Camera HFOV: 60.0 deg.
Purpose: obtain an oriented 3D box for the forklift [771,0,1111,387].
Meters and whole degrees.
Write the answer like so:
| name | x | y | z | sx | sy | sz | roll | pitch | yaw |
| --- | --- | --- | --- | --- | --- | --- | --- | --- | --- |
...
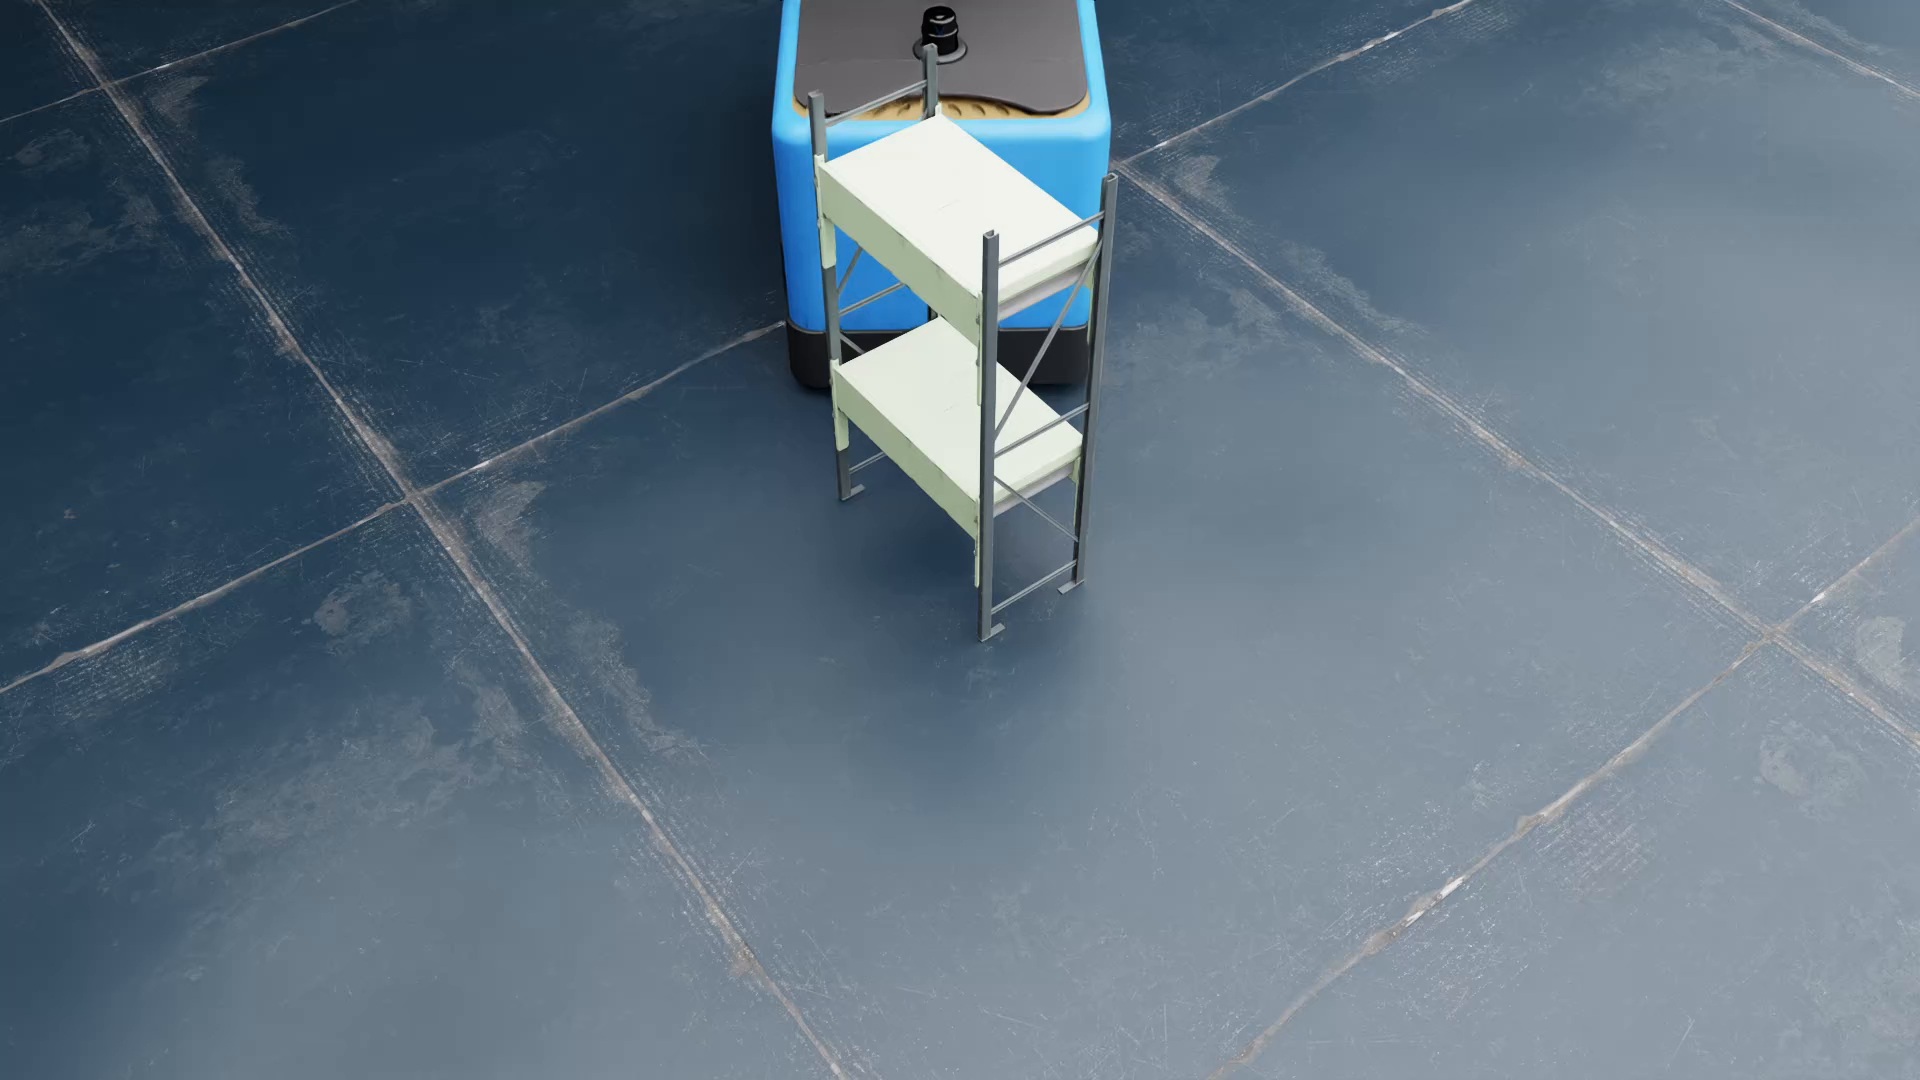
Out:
| name | x | y | z | sx | sy | sz | roll | pitch | yaw |
| --- | --- | --- | --- | --- | --- | --- | --- | --- | --- |
| forklift | -0.087 | -2.580 | 5.611 | 1.130 | 2.935 | 3.031 | -1 | 48 | -1 |

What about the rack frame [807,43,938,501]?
| name | x | y | z | sx | sy | sz | roll | pitch | yaw |
| --- | --- | --- | --- | --- | --- | --- | --- | --- | --- |
| rack frame | -0.226 | -0.723 | 4.894 | 0.400 | 1.500 | 0.023 | -29 | 54 | -24 |

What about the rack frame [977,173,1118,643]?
| name | x | y | z | sx | sy | sz | roll | pitch | yaw |
| --- | --- | --- | --- | --- | --- | --- | --- | --- | --- |
| rack frame | 0.218 | -0.292 | 4.502 | 0.400 | 1.500 | 0.023 | -29 | 54 | -24 |

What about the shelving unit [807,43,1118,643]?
| name | x | y | z | sx | sy | sz | roll | pitch | yaw |
| --- | --- | --- | --- | --- | --- | --- | --- | --- | --- |
| shelving unit | -0.004 | -0.508 | 4.698 | 0.431 | 1.500 | 0.755 | -29 | 54 | -24 |

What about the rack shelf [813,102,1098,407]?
| name | x | y | z | sx | sy | sz | roll | pitch | yaw |
| --- | --- | --- | --- | --- | --- | --- | --- | --- | --- |
| rack shelf | -0.004 | -0.770 | 4.409 | 0.431 | 0.370 | 0.720 | -29 | 54 | -24 |

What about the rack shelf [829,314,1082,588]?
| name | x | y | z | sx | sy | sz | roll | pitch | yaw |
| --- | --- | --- | --- | --- | --- | --- | --- | --- | --- |
| rack shelf | -0.004 | -0.289 | 4.939 | 0.431 | 0.370 | 0.720 | -29 | 54 | -24 |
